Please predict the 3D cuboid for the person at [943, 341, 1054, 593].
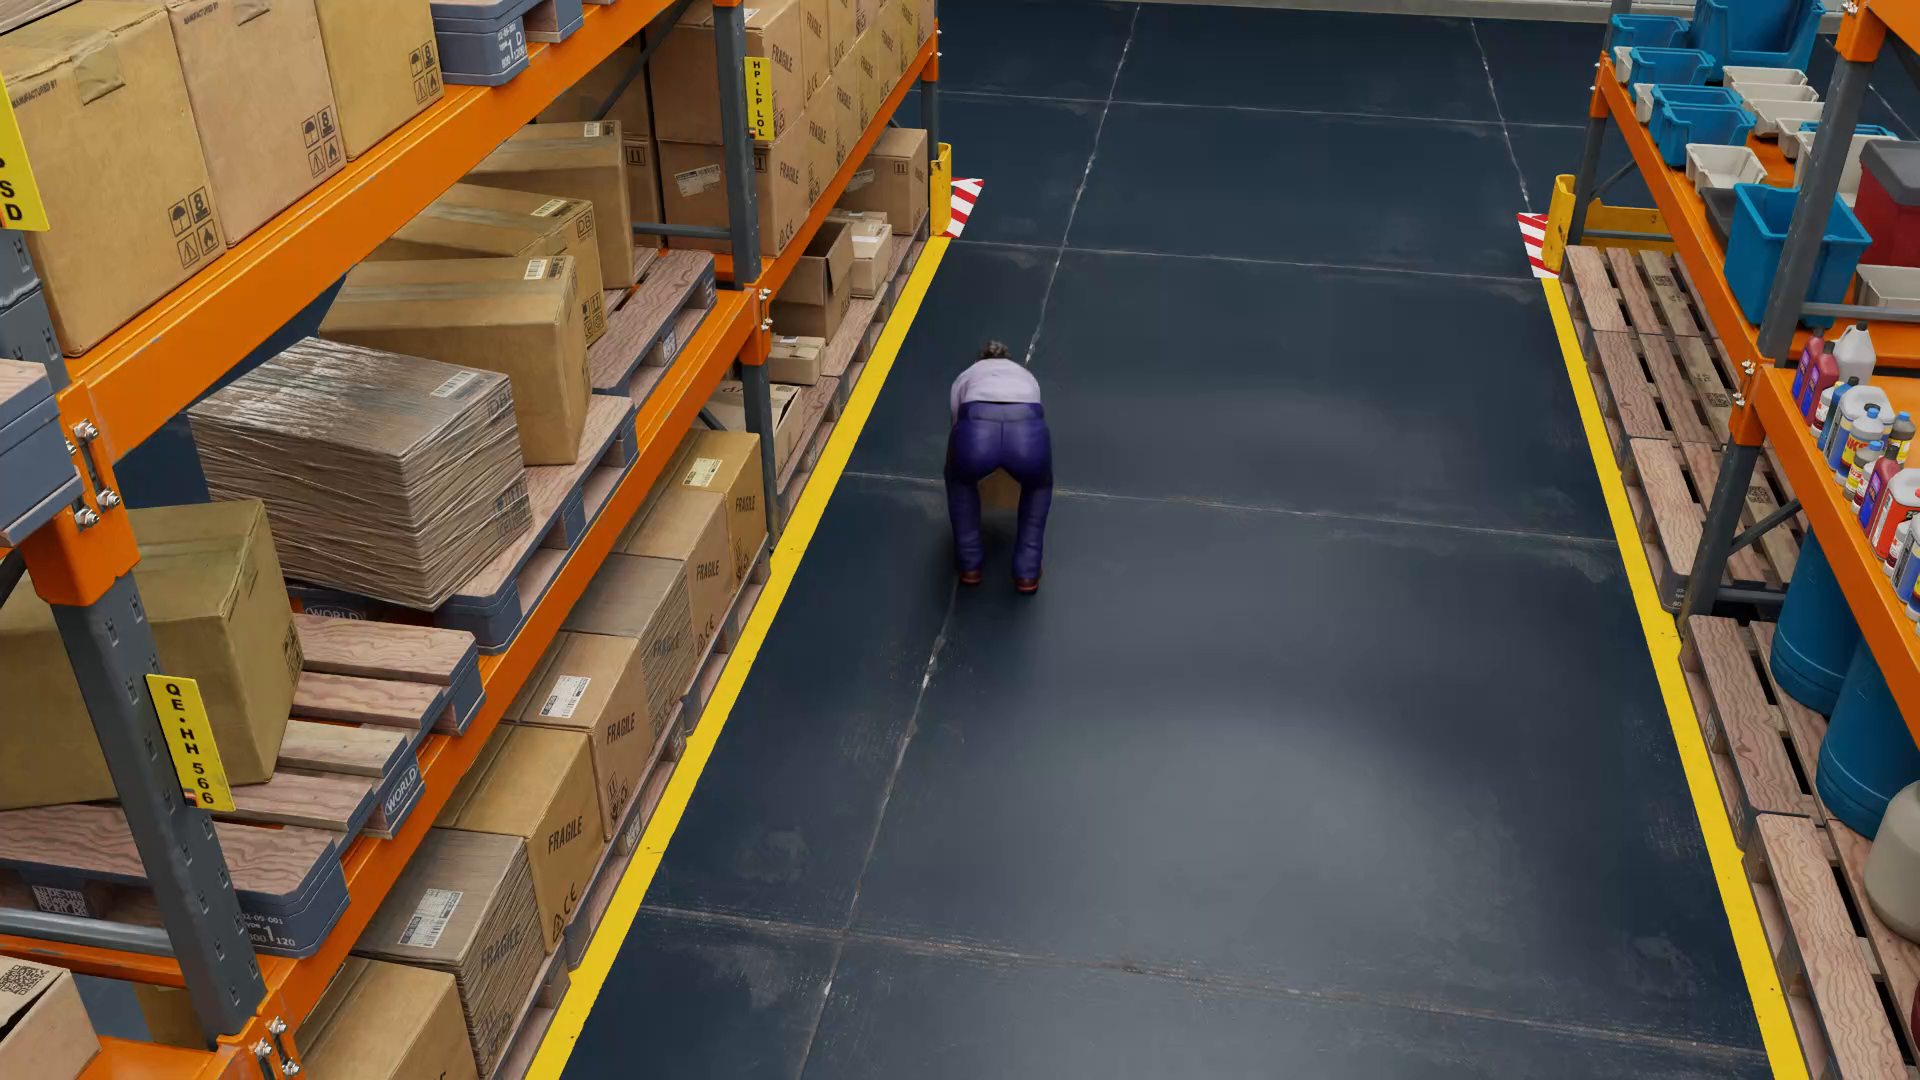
[{"bbox_3d":[0.169,-0.338,7.317,0.484,0.967,0.910,0,33,0],"label":"person"}]
